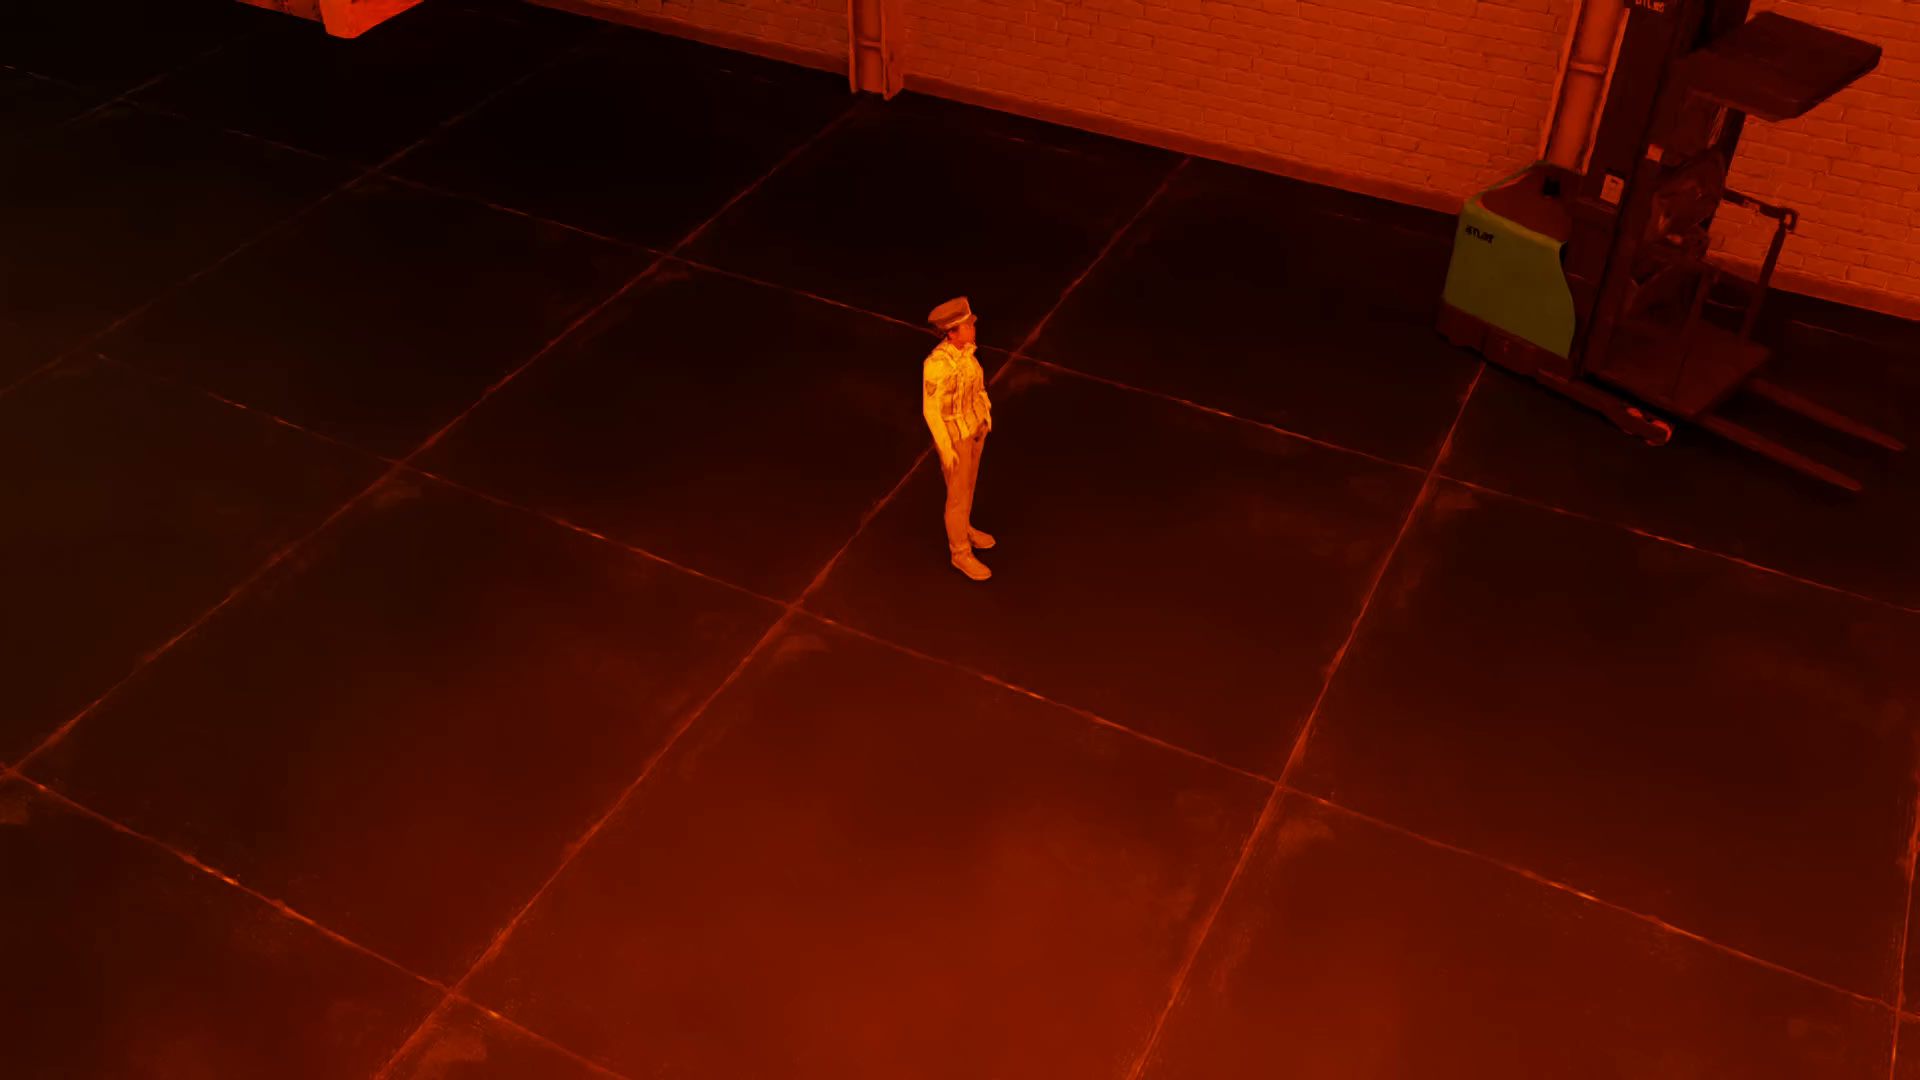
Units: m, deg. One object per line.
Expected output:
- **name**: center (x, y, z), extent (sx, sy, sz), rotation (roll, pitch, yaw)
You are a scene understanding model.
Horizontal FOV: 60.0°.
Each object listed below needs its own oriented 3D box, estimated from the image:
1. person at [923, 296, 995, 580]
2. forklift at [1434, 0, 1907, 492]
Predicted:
- **person**: center (0.057, -0.630, 9.682), extent (0.533, 1.695, 0.586), rotation (18, 43, 21)
- **forklift**: center (4.780, -2.114, 10.497), extent (1.130, 2.935, 3.031), rotation (-31, 49, -31)
